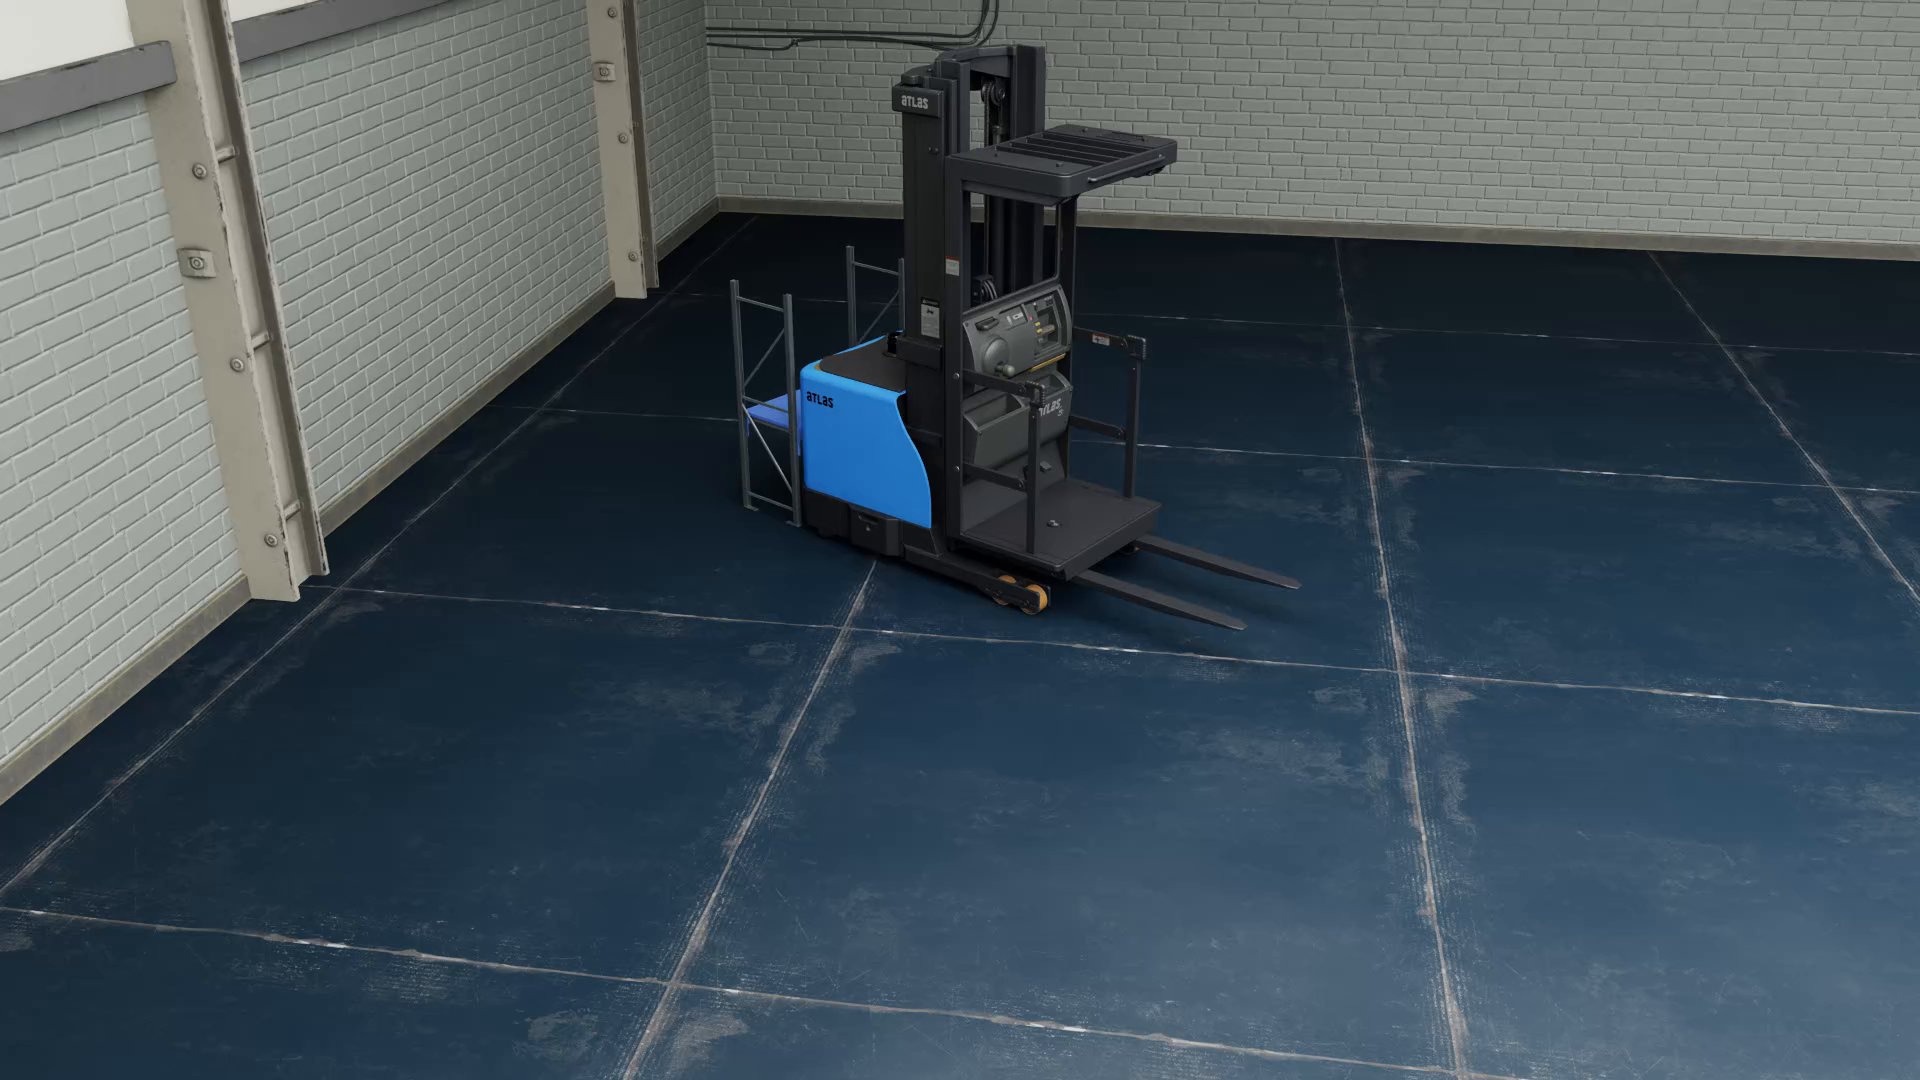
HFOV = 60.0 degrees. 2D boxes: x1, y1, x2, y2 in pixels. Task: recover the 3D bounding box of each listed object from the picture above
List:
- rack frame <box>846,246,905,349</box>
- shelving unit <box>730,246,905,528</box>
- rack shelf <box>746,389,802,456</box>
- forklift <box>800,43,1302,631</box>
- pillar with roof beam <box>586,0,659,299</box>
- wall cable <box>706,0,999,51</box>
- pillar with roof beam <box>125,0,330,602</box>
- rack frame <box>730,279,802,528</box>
[{"bbox_3d":[-0.539,-1.159,10.956,0.500,1.500,0.032,20,31,36],"label":"rack frame"},{"bbox_3d":[-0.867,-0.994,10.604,0.538,1.500,1.048,20,31,36],"label":"shelving unit"},{"bbox_3d":[-0.867,-0.831,10.680,0.538,0.185,1.000,20,31,36],"label":"rack shelf"},{"bbox_3d":[0.496,-1.162,9.276,3.031,2.935,1.130,18,31,34],"label":"forklift"},{"bbox_3d":[1.313,-6.028,12.514,9.100,9.000,0.400,4,25,9],"label":"pillar with roof beam"},{"bbox_3d":[-1.149,-6.061,16.246,3.097,2.526,0.112,4,25,9],"label":"wall cable"},{"bbox_3d":[0.332,-3.519,7.153,9.100,9.000,0.400,4,25,9],"label":"pillar with roof beam"},{"bbox_3d":[-1.194,-0.829,10.252,0.500,1.500,0.032,20,31,36],"label":"rack frame"}]
